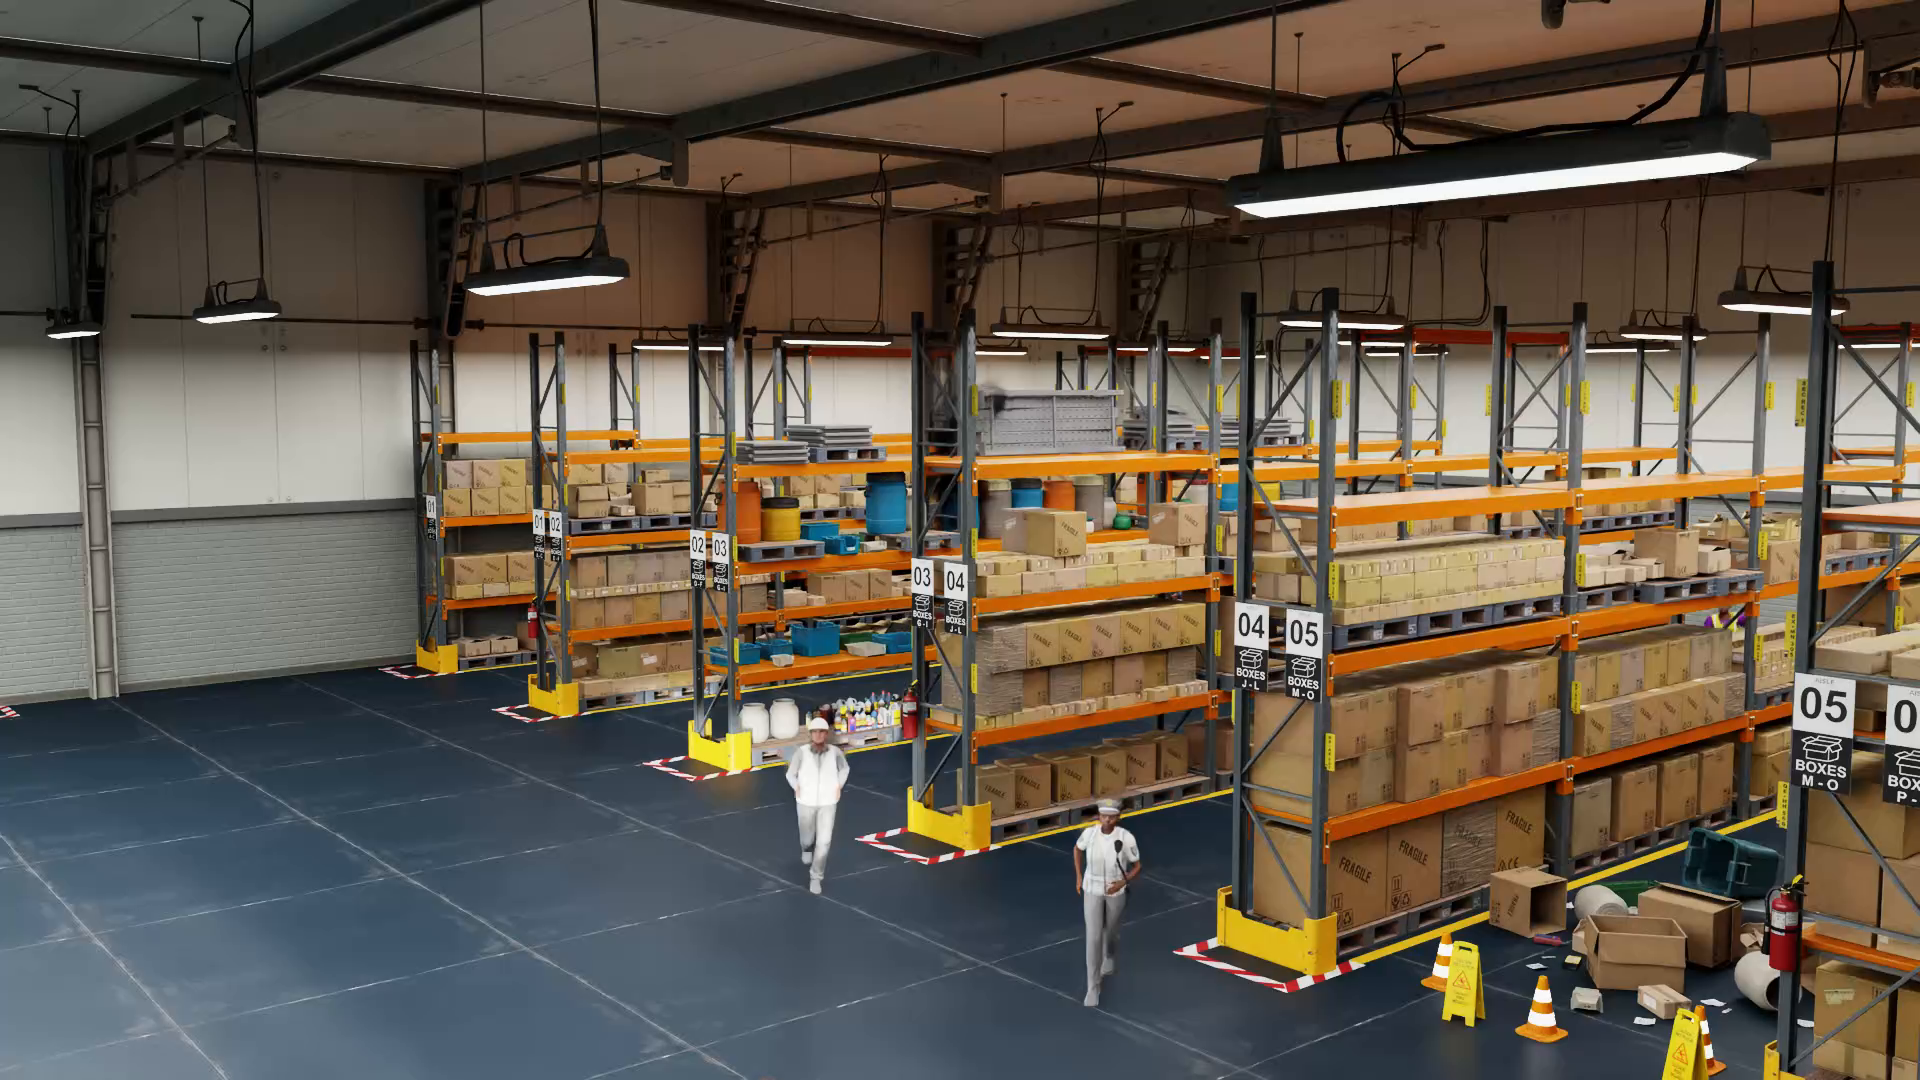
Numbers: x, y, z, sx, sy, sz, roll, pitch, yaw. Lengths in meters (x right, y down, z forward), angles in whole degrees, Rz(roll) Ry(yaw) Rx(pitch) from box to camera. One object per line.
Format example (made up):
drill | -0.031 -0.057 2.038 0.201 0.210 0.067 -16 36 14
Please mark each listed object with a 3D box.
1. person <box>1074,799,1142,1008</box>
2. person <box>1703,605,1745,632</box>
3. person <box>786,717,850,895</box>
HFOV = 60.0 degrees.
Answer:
person | 1.251 3.027 14.186 0.591 1.720 0.877 1 5 9
person | 12.447 1.787 27.060 0.727 1.720 0.967 3 6 32
person | -1.470 2.713 17.270 0.665 1.768 0.828 -1 5 -6
